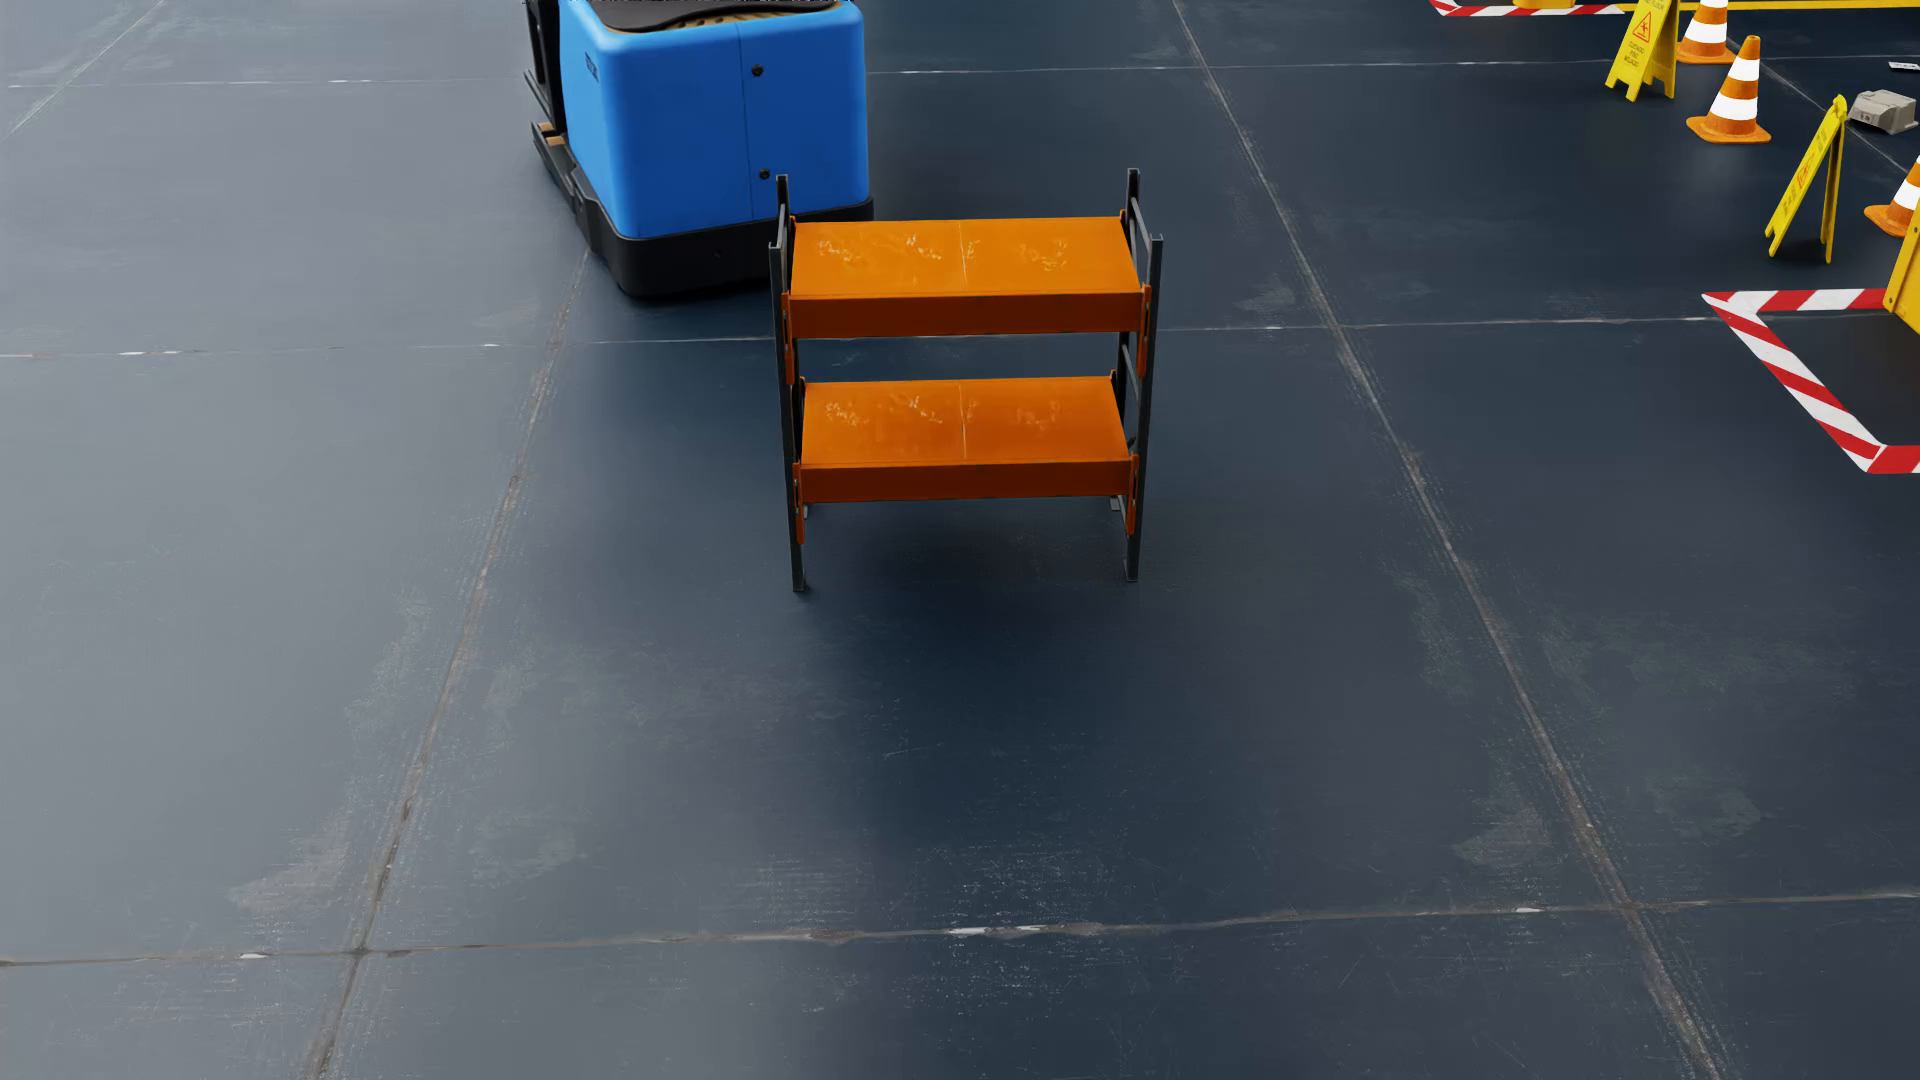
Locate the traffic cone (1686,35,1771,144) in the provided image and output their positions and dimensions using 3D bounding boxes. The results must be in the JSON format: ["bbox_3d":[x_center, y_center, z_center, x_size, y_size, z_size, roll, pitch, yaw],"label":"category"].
[{"bbox_3d":[3.759,-2.191,8.010,0.334,0.463,0.336,-2,35,-2],"label":"traffic cone"}]

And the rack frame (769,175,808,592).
[{"bbox_3d":[-0.501,-0.449,4.910,0.032,1.125,0.500,-2,35,-2],"label":"rack frame"}]

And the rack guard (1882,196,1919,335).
[{"bbox_3d":[3.859,-0.842,6.028,0.348,0.500,1.175,-2,35,-2],"label":"rack guard"}]

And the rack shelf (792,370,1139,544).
[{"bbox_3d":[0.007,-0.262,5.069,1.000,0.278,0.538,-2,35,-2],"label":"rack shelf"}]

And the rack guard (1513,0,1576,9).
[{"bbox_3d":[3.423,-3.650,10.085,0.348,0.500,1.175,-2,35,-2],"label":"rack guard"}]

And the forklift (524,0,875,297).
[{"bbox_3d":[-1.369,-2.985,6.987,1.130,2.935,3.031,-13,37,-18],"label":"forklift"}]

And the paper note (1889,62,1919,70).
[{"bbox_3d":[5.052,-2.533,8.885,0.142,0.017,0.144,10,36,14],"label":"paper note"}]

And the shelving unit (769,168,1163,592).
[{"bbox_3d":[0.007,-0.463,4.930,1.048,1.125,0.538,-2,35,-2],"label":"shelving unit"}]

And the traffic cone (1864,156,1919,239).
[{"bbox_3d":[4.151,-1.570,7.111,0.334,0.463,0.336,-2,35,-2],"label":"traffic cone"}]

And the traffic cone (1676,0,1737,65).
[{"bbox_3d":[4.045,-2.843,8.951,0.334,0.463,0.336,-2,35,-2],"label":"traffic cone"}]

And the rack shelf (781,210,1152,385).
[{"bbox_3d":[0.007,-0.703,4.764,1.000,0.278,0.538,-2,35,-2],"label":"rack shelf"}]

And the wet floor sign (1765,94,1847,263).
[{"bbox_3d":[3.542,-1.503,6.855,0.232,0.644,0.267,10,36,14],"label":"wet floor sign"}]

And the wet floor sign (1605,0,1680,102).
[{"bbox_3d":[3.512,-2.585,8.418,0.232,0.644,0.267,-7,35,-10],"label":"wet floor sign"}]

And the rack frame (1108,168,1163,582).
[{"bbox_3d":[0.515,-0.476,4.950,0.032,1.125,0.500,-2,35,-2],"label":"rack frame"}]

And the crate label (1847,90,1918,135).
[{"bbox_3d":[4.541,-2.114,8.184,0.298,0.136,0.250,-20,39,-26],"label":"crate label"}]
